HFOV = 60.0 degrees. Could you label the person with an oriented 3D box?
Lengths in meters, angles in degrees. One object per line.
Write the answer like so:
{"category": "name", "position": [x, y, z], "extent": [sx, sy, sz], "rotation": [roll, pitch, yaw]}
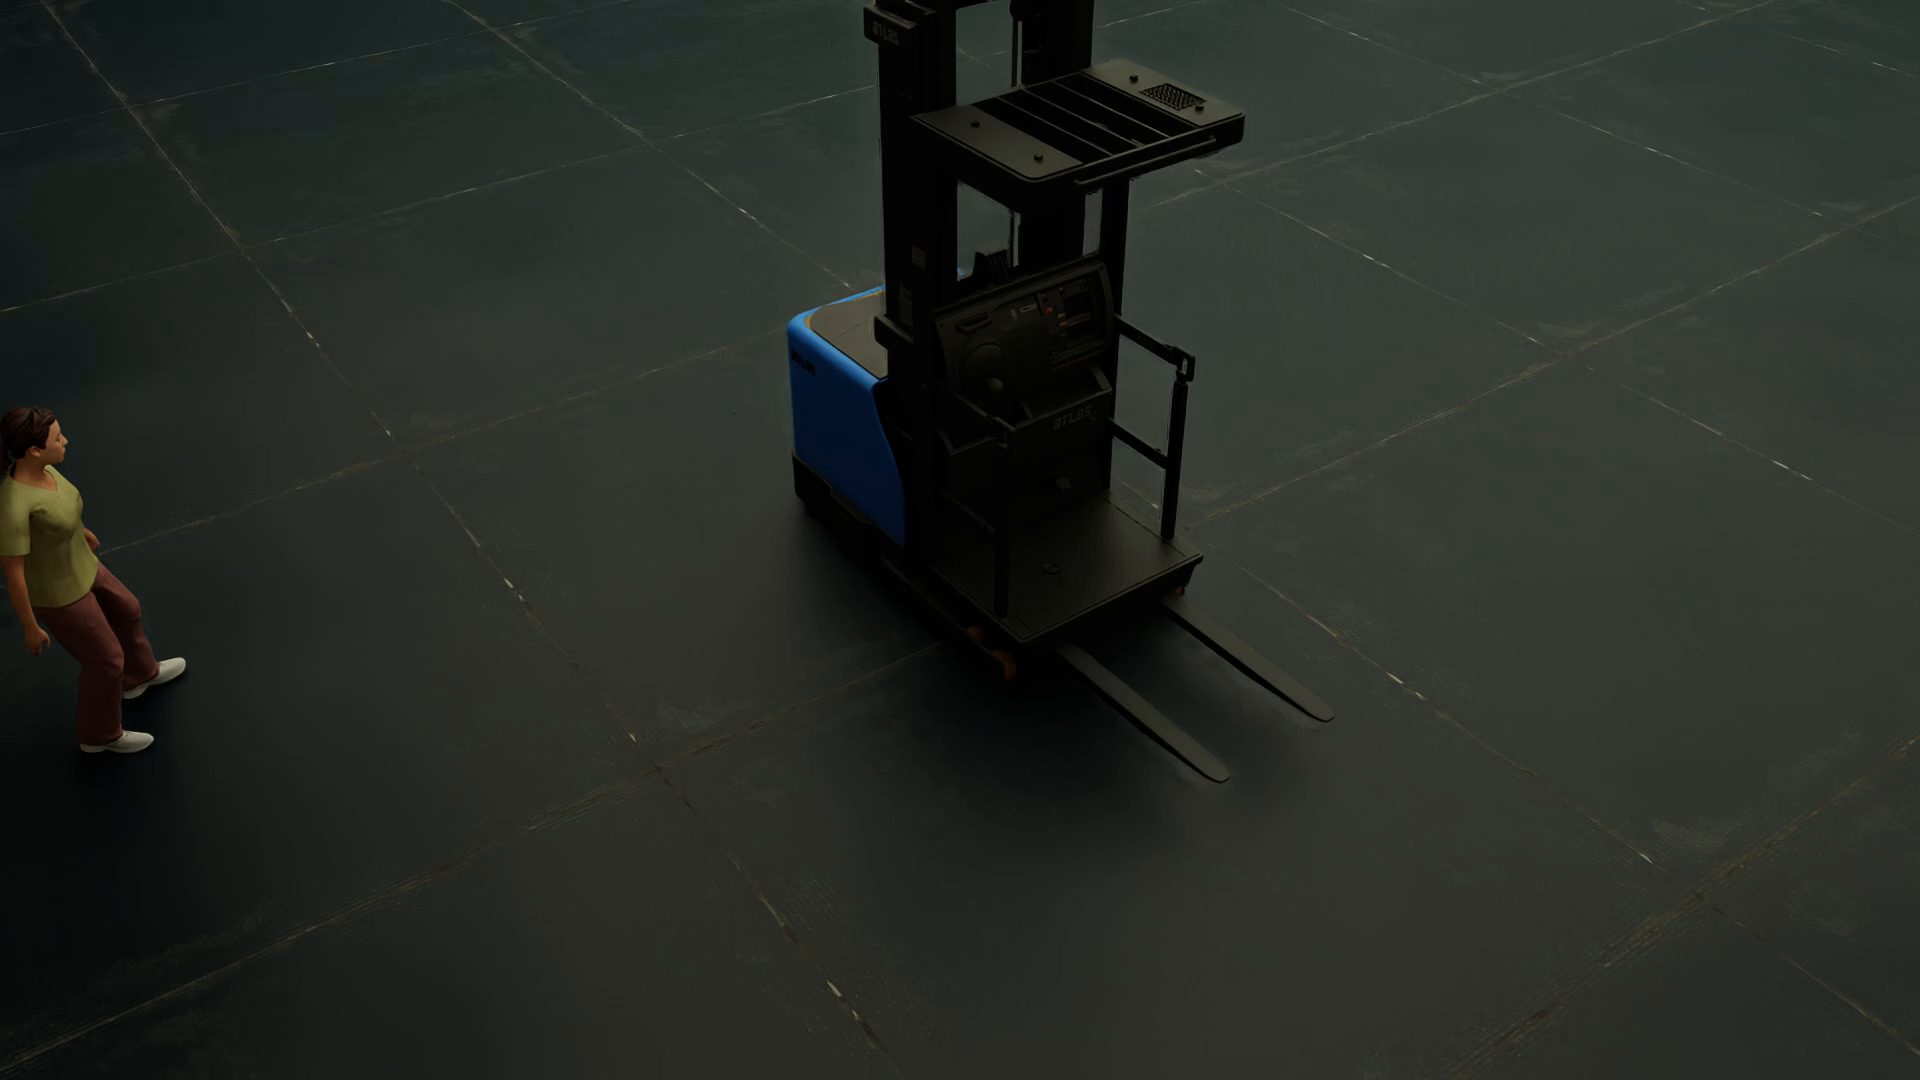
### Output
{"category": "person", "position": [-3.641, 0.157, 6.818], "extent": [0.367, 1.647, 0.772], "rotation": [-7, 37, -10]}

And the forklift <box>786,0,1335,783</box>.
{"category": "forklift", "position": [0.419, -0.860, 7.108], "extent": [1.130, 2.935, 3.031], "rotation": [-24, 43, -29]}
